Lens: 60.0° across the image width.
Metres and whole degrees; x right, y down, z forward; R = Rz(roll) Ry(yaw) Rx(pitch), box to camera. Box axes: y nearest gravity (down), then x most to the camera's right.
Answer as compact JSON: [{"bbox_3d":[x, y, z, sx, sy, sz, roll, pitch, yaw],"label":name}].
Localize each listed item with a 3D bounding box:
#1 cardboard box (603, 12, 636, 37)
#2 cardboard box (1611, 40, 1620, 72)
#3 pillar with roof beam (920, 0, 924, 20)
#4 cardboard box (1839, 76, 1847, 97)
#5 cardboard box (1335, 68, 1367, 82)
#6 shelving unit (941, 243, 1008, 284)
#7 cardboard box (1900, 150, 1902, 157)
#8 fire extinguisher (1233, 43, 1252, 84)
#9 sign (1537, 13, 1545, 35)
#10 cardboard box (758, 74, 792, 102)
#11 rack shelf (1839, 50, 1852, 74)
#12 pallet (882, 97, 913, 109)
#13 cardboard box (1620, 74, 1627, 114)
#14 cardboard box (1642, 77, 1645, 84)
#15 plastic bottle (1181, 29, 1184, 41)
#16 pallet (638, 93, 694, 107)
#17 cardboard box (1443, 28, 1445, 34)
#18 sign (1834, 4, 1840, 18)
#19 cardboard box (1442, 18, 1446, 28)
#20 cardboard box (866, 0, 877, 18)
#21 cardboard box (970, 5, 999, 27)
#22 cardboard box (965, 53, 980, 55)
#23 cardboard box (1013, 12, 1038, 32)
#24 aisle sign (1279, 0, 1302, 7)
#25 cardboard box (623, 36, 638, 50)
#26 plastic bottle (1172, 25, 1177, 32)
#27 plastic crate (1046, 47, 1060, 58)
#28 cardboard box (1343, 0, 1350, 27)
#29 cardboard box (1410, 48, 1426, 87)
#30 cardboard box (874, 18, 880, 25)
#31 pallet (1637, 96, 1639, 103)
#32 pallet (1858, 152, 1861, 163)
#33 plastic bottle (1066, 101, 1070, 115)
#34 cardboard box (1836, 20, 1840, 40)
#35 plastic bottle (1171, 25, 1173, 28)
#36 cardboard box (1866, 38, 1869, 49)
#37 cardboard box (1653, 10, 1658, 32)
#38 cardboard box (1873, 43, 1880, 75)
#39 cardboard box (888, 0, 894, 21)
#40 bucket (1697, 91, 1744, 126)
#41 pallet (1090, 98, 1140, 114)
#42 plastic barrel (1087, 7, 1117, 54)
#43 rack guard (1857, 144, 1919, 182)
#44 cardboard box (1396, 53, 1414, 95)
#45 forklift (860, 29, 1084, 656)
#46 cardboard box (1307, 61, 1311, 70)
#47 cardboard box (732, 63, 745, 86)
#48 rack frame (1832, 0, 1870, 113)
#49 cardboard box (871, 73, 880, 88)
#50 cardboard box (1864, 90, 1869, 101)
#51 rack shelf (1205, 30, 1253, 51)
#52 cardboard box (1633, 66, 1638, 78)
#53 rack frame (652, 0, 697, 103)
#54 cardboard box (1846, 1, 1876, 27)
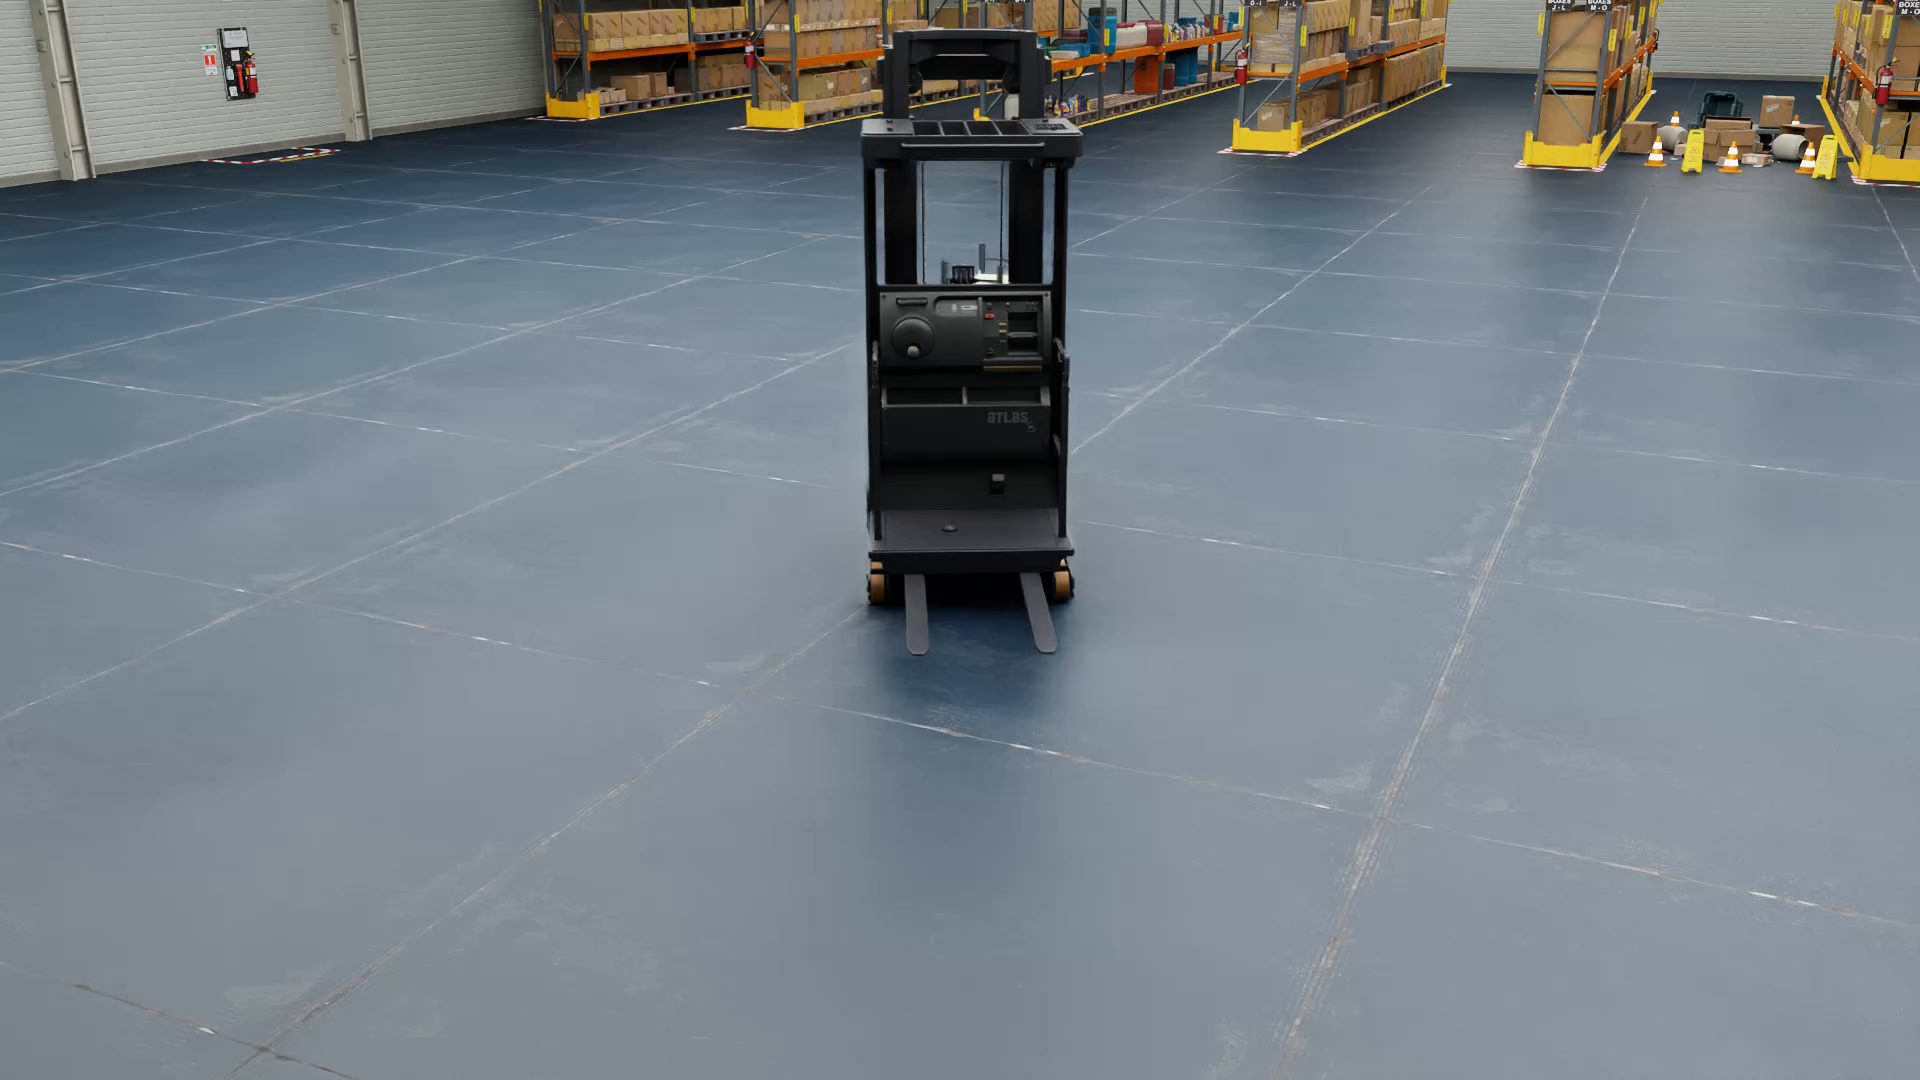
[{"bbox_3d":[-7.285,-11.029,35.580,0.500,0.500,0.500,8,21,21],"label":"cardboard box"},{"bbox_3d":[11.151,-8.583,29.402,0.875,0.550,0.550,9,21,23],"label":"cardboard box"},{"bbox_3d":[2.613,-18.397,48.268,9.100,9.000,0.400,9,21,23],"label":"pillar with roof beam"},{"bbox_3d":[20.050,-10.037,36.911,0.875,0.438,0.875,8,21,21],"label":"cardboard box"},{"bbox_3d":[8.195,-9.743,34.842,0.500,0.250,0.500,11,22,29],"label":"cardboard box"},{"bbox_3d":[0.196,-1.129,10.906,0.431,1.500,0.755,7,21,19],"label":"shelving unit"},{"bbox_3d":[15.213,-6.193,26.382,0.500,0.250,0.500,9,22,25],"label":"cardboard box"},{"bbox_3d":[4.906,-8.278,28.885,0.296,0.674,0.183,9,21,23],"label":"fire extinguisher"},{"bbox_3d":[9.368,-8.311,26.780,0.100,0.325,0.005,9,21,23],"label":"sign"},{"bbox_3d":[-3.714,-9.107,33.459,0.500,0.500,0.500,9,21,23],"label":"cardboard box"},{"bbox_3d":[18.510,-9.645,33.686,1.077,0.370,4.000,9,21,23],"label":"rack shelf"},{"bbox_3d":[-1.758,-9.787,37.172,1.003,0.211,1.213,9,21,23],"label":"pallet"},{"bbox_3d":[12.802,-8.985,33.487,1.050,0.750,0.750,8,21,22],"label":"cardboard box"},{"bbox_3d":[15.833,-10.778,38.981,0.380,0.149,0.250,9,21,23],"label":"cardboard box"},{"bbox_3d":[5.171,-11.865,39.041,0.152,0.276,0.135,9,21,23],"label":"plastic bottle"},{"bbox_3d":[-6.788,-10.024,37.841,1.003,0.211,1.213,9,21,23],"label":"pallet"},{"bbox_3d":[12.080,-12.905,42.155,0.380,0.149,0.250,9,21,24],"label":"cardboard box"},{"bbox_3d":[20.463,-12.341,38.784,0.100,0.325,0.005,9,21,23],"label":"sign"},{"bbox_3d":[11.969,-13.063,42.003,0.500,0.250,0.500,8,21,22],"label":"cardboard box"},{"bbox_3d":[-2.200,-11.392,35.439,0.700,0.500,0.500,9,21,23],"label":"cardboard box"},{"bbox_3d":[0.584,-13.012,41.304,0.700,0.500,0.500,3,20,9],"label":"cardboard box"},{"bbox_3d":[0.217,-12.125,41.540,0.500,0.250,0.500,8,21,22],"label":"cardboard box"},{"bbox_3d":[1.709,-13.481,43.249,0.500,0.500,0.500,9,22,24],"label":"cardboard box"},{"bbox_3d":[5.622,-9.451,28.188,0.394,0.787,0.004,9,21,23],"label":"aisle sign"},{"bbox_3d":[-7.280,-10.686,35.733,0.500,0.250,0.500,8,21,22],"label":"cardboard box"},{"bbox_3d":[5.046,-11.928,39.107,0.144,0.351,0.185,9,21,23],"label":"plastic bottle"},{"bbox_3d":[1.680,-9.713,33.120,0.450,0.188,0.662,9,21,23],"label":"plastic crate"},{"bbox_3d":[7.078,-9.992,31.504,0.500,0.500,0.500,9,21,23],"label":"cardboard box"},{"bbox_3d":[10.631,-11.342,39.930,0.875,0.875,0.875,9,21,23],"label":"cardboard box"},{"bbox_3d":[-1.940,-11.110,35.615,0.380,0.149,0.250,9,21,23],"label":"cardboard box"},{"bbox_3d":[15.014,-10.140,38.166,1.003,0.211,1.213,9,21,23],"label":"pallet"},{"bbox_3d":[15.312,-6.251,27.232,1.003,0.211,1.213,9,21,23],"label":"pallet"},{"bbox_3d":[2.146,-8.597,33.080,0.097,0.271,0.097,0,20,0],"label":"plastic bottle"},{"bbox_3d":[20.326,-11.599,37.959,0.500,0.500,0.500,8,21,22],"label":"cardboard box"},{"bbox_3d":[5.175,-12.485,40.773,0.061,0.283,0.133,9,21,23],"label":"plastic bottle"},{"bbox_3d":[16.234,-8.859,29.183,0.500,0.500,0.500,9,21,23],"label":"cardboard box"},{"bbox_3d":[16.460,-12.481,39.994,0.500,0.500,0.500,9,21,24],"label":"cardboard box"},{"bbox_3d":[14.803,-7.623,26.333,0.500,0.500,0.500,8,21,22],"label":"cardboard box"},{"bbox_3d":[-2.439,-14.745,46.506,0.980,0.700,0.700,7,21,20],"label":"cardboard box"},{"bbox_3d":[13.543,-7.614,29.518,0.726,0.611,0.620,18,16,41],"label":"bucket"},{"bbox_3d":[3.277,-9.495,36.352,1.003,0.211,1.213,9,21,23],"label":"pallet"},{"bbox_3d":[2.928,-10.502,34.274,0.600,0.901,0.708,9,21,23],"label":"plastic barrel"},{"bbox_3d":[14.446,-5.772,25.454,1.175,0.500,0.348,9,21,23],"label":"rack guard"},{"bbox_3d":[9.679,-10.680,38.067,1.225,0.875,0.875,8,21,21],"label":"cardboard box"},{"bbox_3d":[0.042,-1.145,8.814,1.130,2.935,3.031,-1,20,-2],"label":"forklift"},{"bbox_3d":[6.027,-8.450,29.628,0.380,0.149,0.250,9,21,23],"label":"cardboard box"},{"bbox_3d":[-5.649,-11.276,40.273,0.700,0.500,0.500,8,21,22],"label":"cardboard box"},{"bbox_3d":[19.329,-10.595,35.284,1.000,3.000,0.127,9,21,23],"label":"rack frame"},{"bbox_3d":[-1.628,-10.129,36.612,0.500,0.311,0.500,9,21,23],"label":"cardboard box"},{"bbox_3d":[15.250,-7.380,27.634,0.380,0.149,0.250,9,22,25],"label":"cardboard box"},{"bbox_3d":[6.588,-12.907,42.859,1.077,0.370,4.000,9,21,23],"label":"rack shelf"},{"bbox_3d":[14.271,-10.036,35.696,0.500,0.250,0.500,8,21,20],"label":"cardboard box"},{"bbox_3d":[-6.545,-11.548,37.965,1.000,3.000,0.127,9,21,23],"label":"rack frame"},{"bbox_3d":[18.886,-11.018,34.833,0.500,0.500,0.500,9,21,23],"label":"cardboard box"}]
